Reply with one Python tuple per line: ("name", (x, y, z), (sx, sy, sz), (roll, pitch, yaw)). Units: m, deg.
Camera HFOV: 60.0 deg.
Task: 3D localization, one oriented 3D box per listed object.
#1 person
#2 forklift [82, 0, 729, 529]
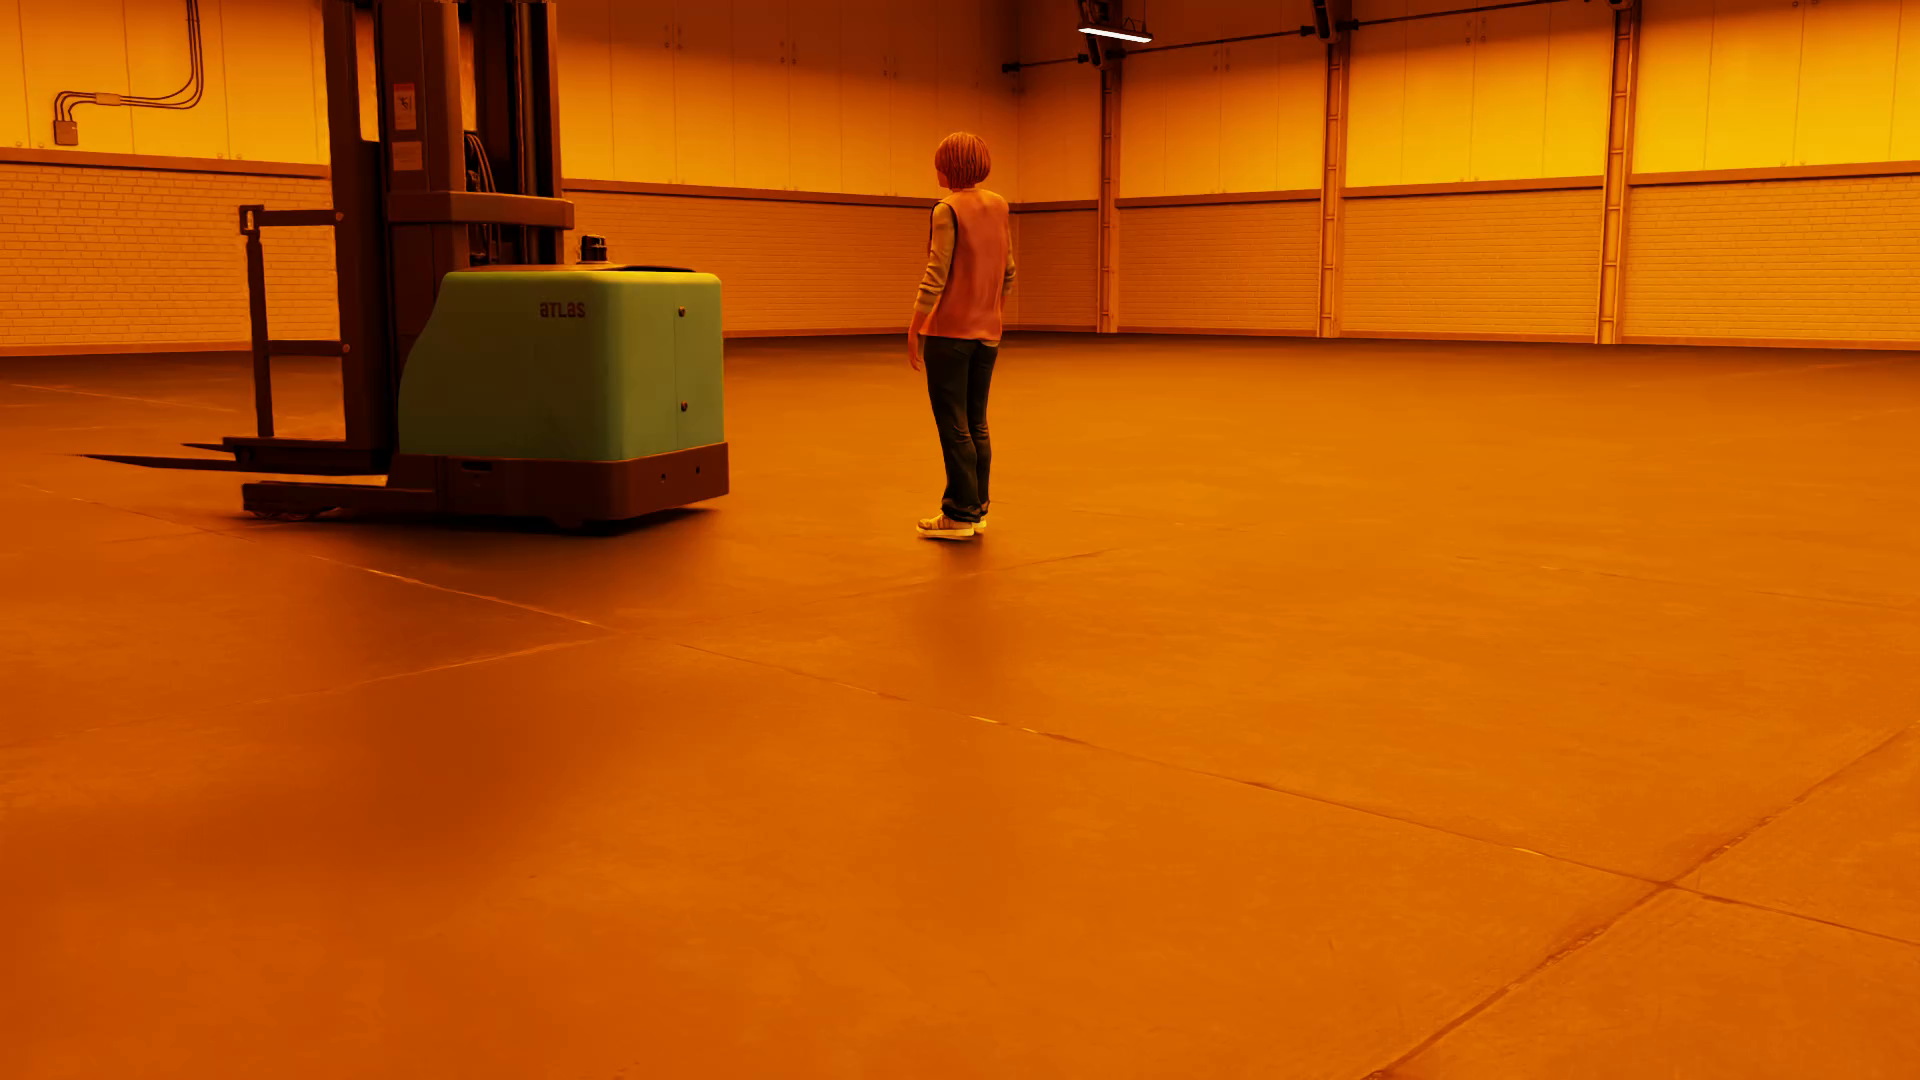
("person", (-0.043, -0.806, 6.658), (0.476, 1.597, 0.520), (8, 12, 43))
("forklift", (-2.634, -1.603, 7.518), (3.031, 2.935, 1.130), (3, 9, 20))
